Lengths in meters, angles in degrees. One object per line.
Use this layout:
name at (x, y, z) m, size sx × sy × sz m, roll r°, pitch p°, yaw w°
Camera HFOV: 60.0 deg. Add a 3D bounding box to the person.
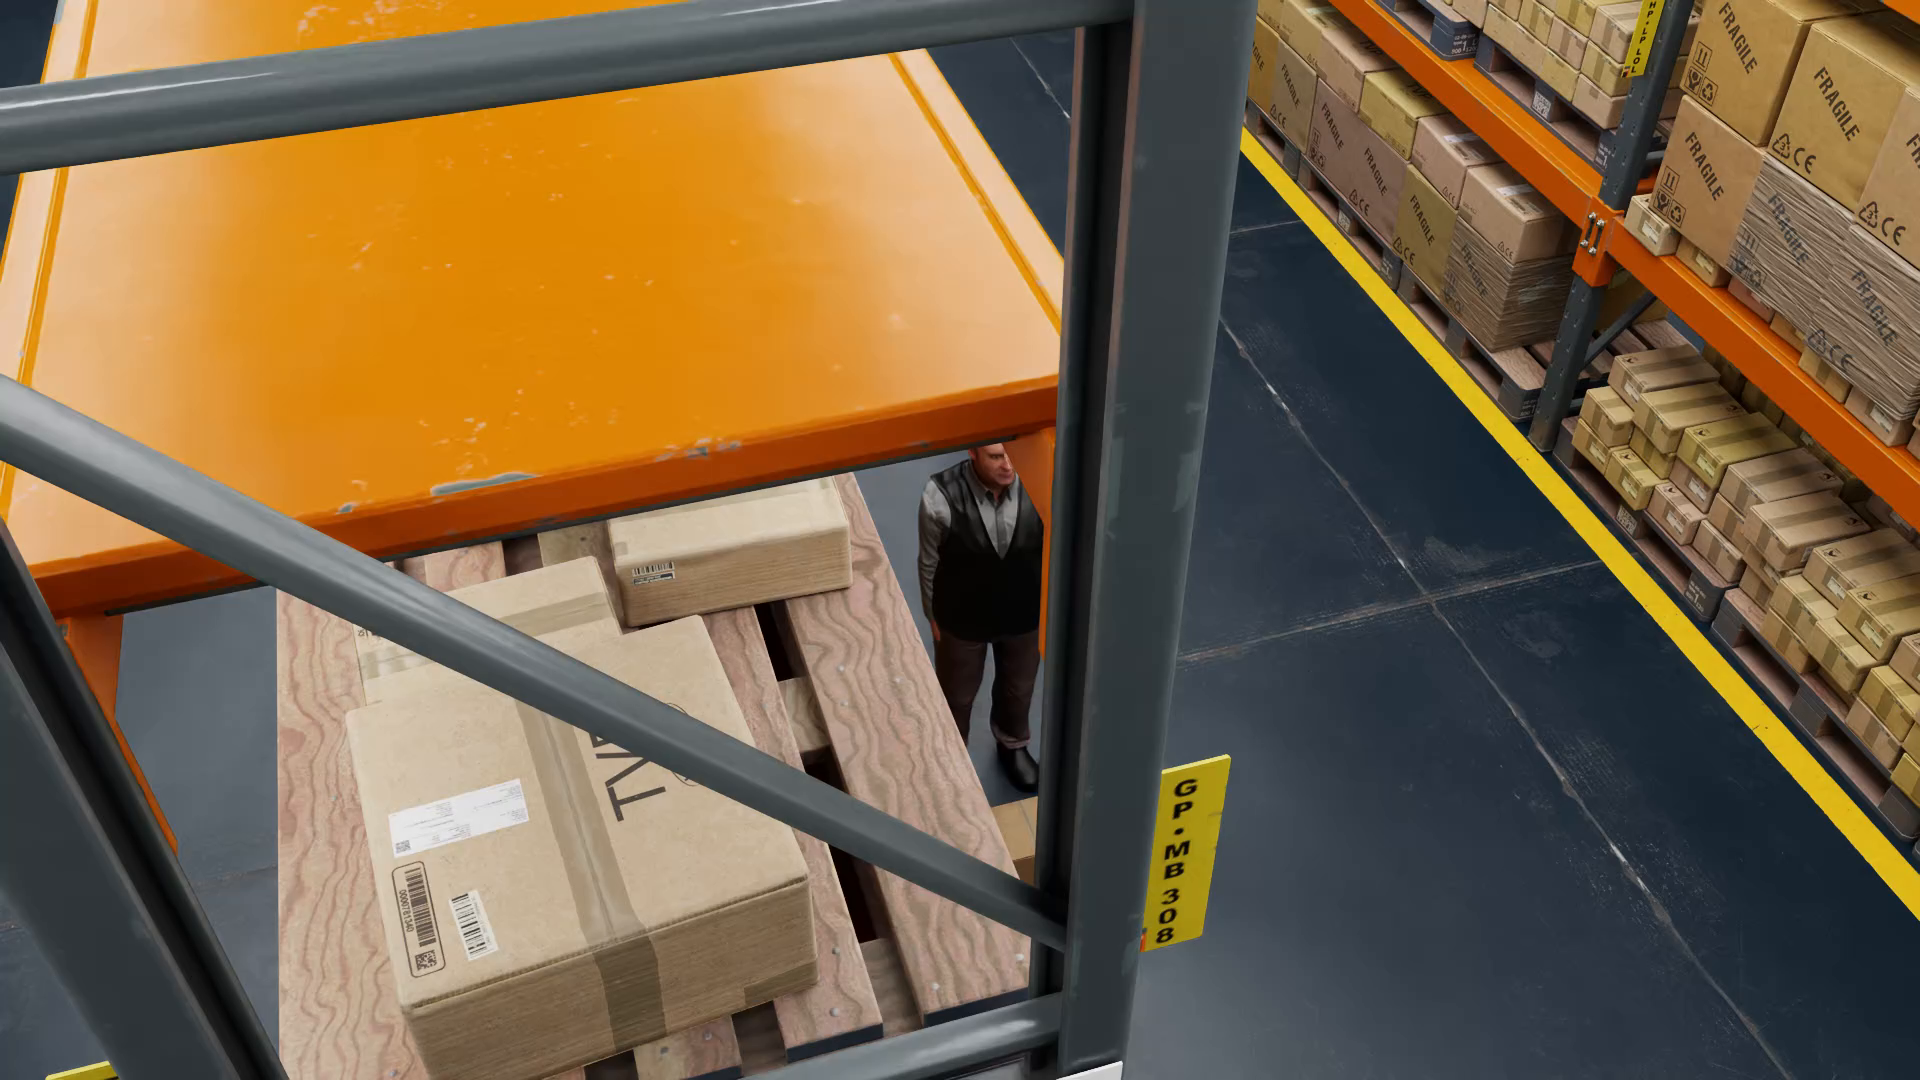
person at (0.121, 0.260, 5.894) m, size 0.531 × 1.725 × 0.358 m, roll -10°, pitch 43°, yaw -11°
